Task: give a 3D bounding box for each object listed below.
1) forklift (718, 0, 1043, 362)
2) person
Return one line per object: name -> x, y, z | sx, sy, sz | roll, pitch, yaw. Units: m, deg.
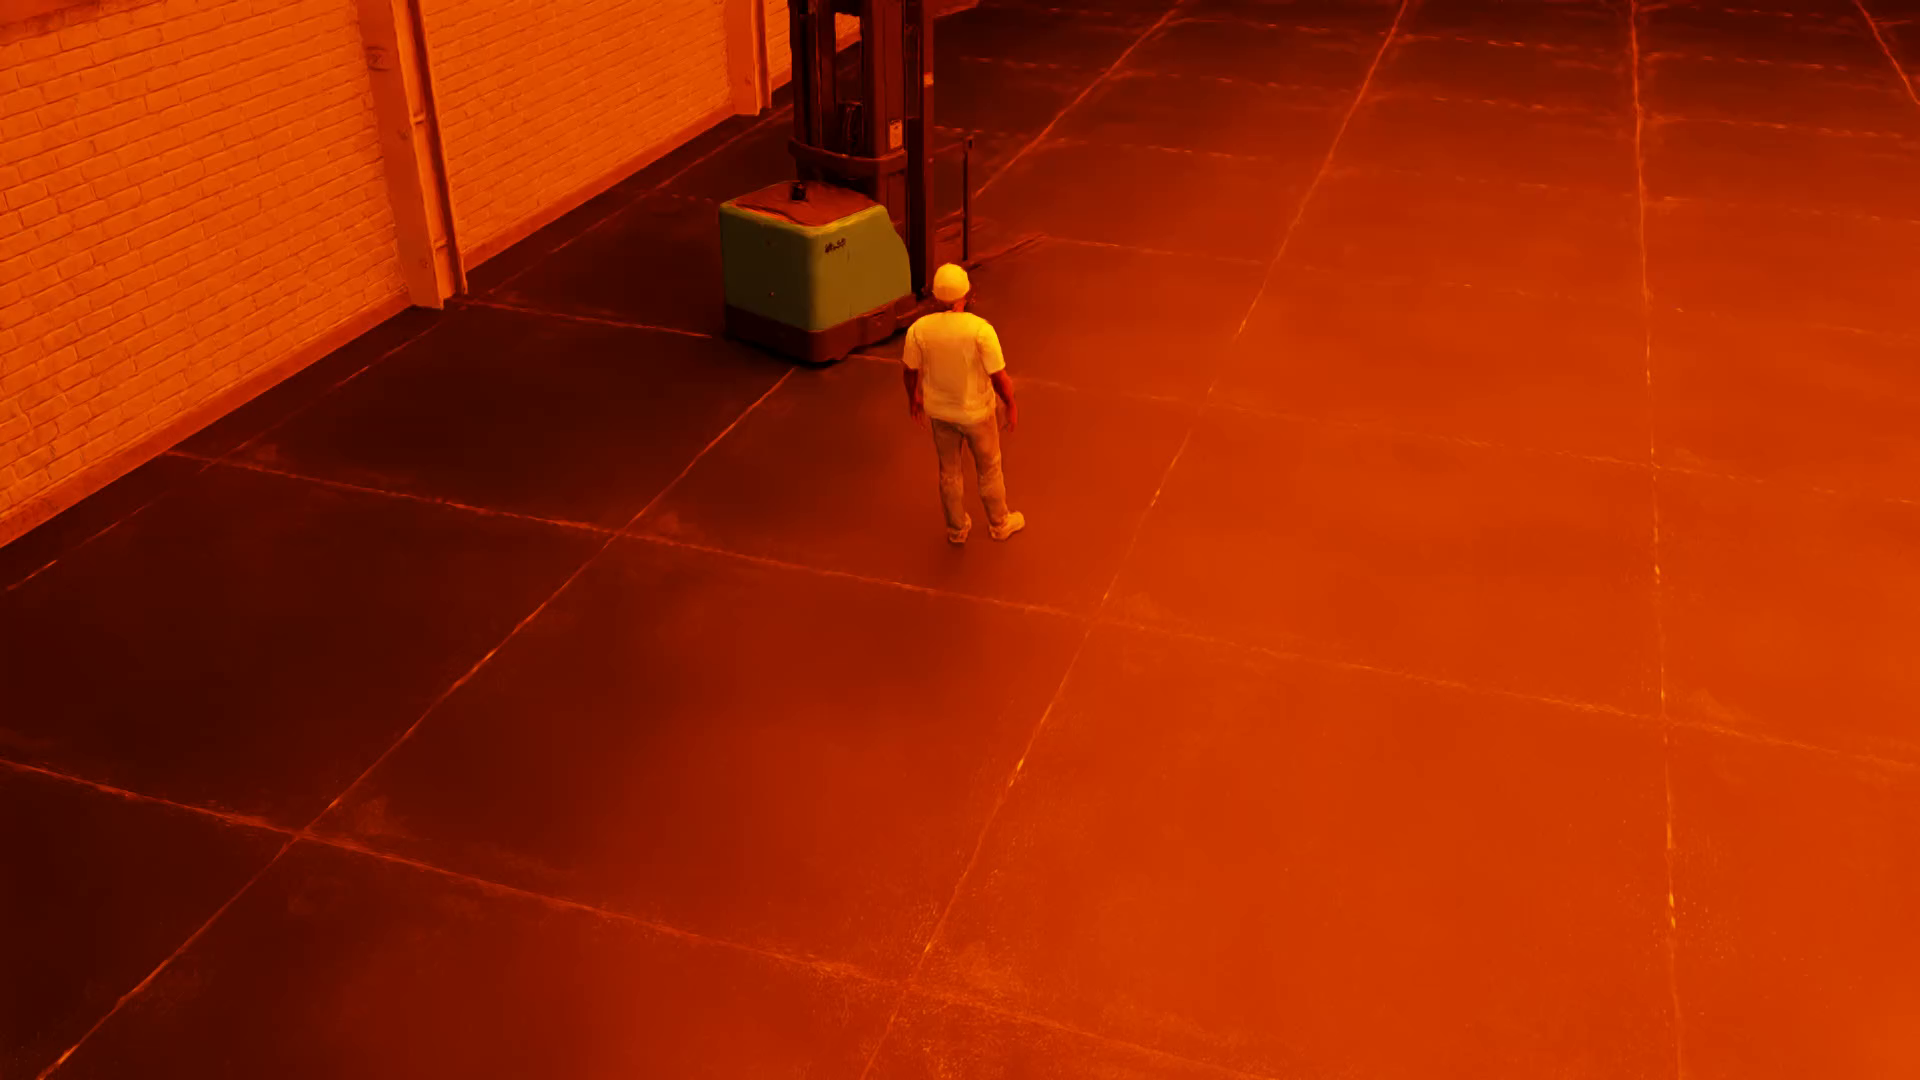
forklift -> -0.491, -3.248, 12.835 | 1.130, 2.935, 3.031 | 22, 36, 33
person -> 0.028, -0.805, 9.711 | 0.665, 1.766, 0.576 | 10, 31, 16
